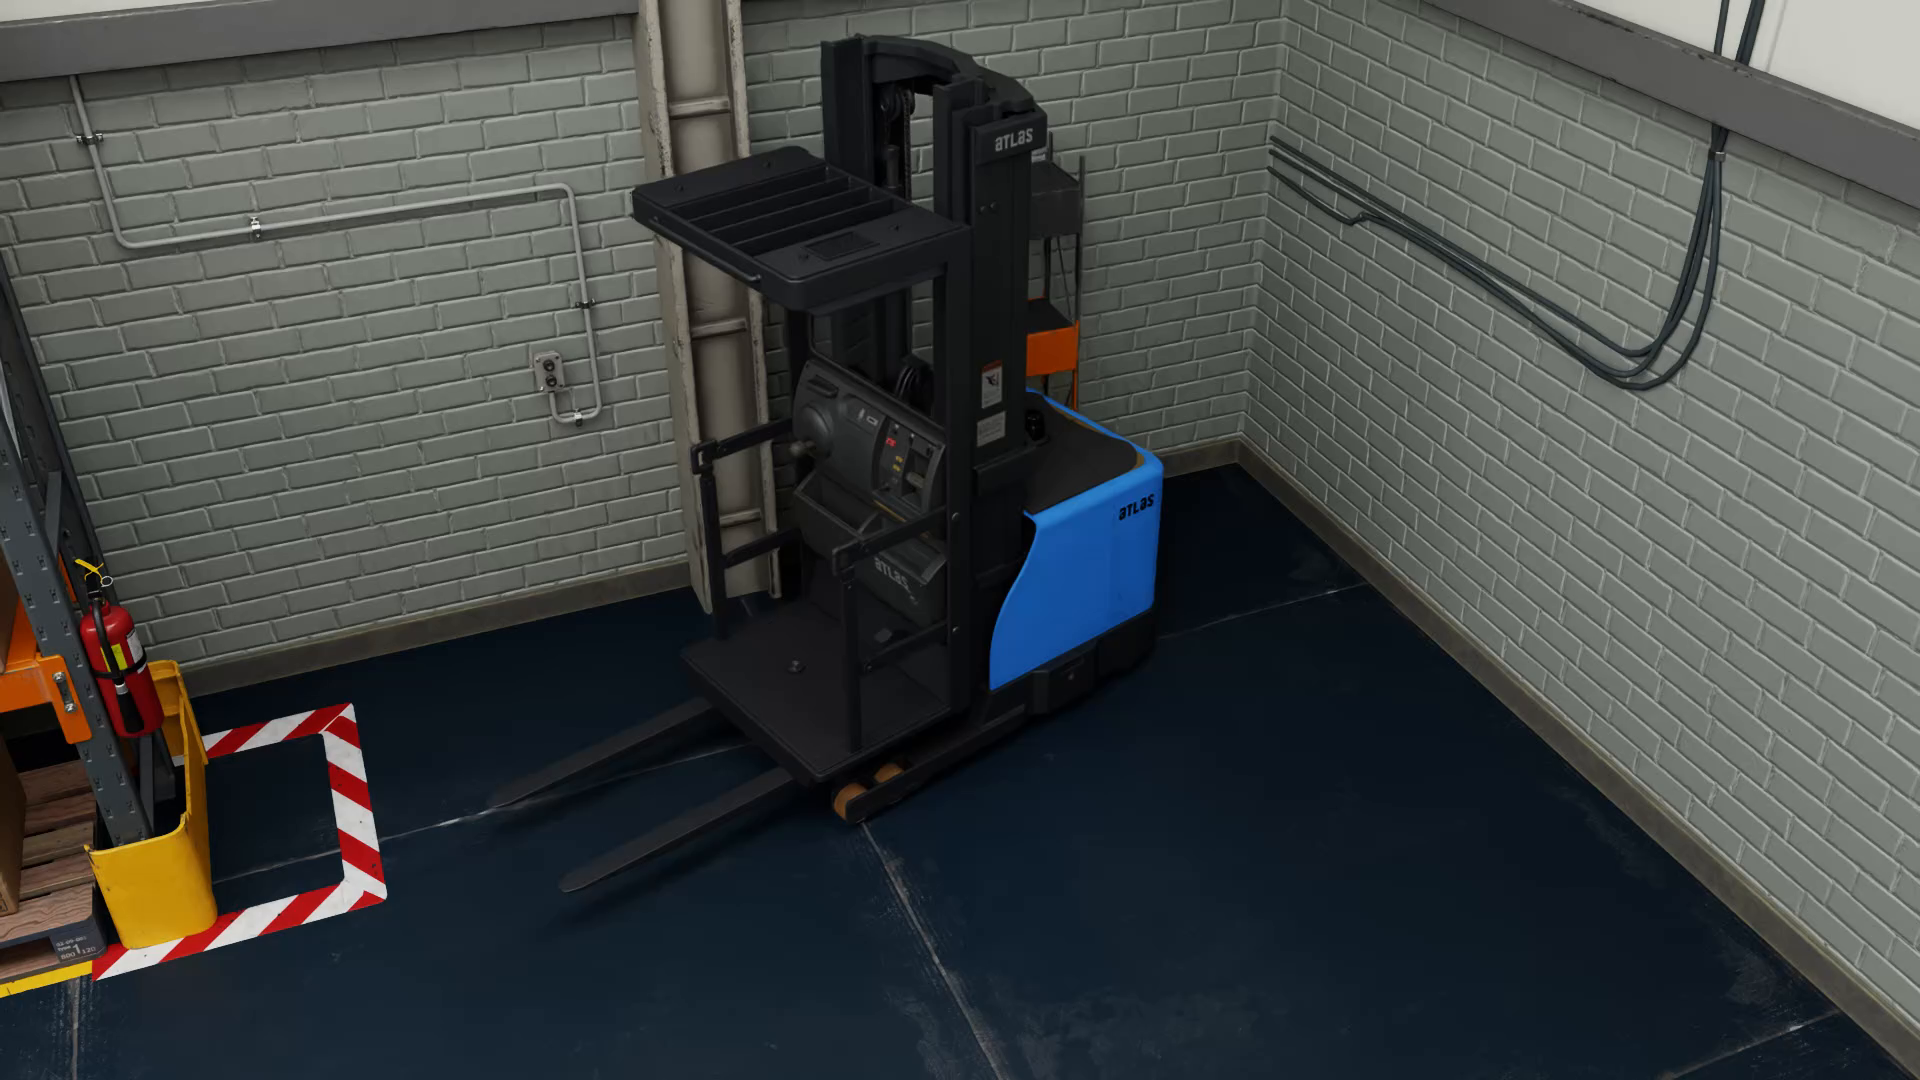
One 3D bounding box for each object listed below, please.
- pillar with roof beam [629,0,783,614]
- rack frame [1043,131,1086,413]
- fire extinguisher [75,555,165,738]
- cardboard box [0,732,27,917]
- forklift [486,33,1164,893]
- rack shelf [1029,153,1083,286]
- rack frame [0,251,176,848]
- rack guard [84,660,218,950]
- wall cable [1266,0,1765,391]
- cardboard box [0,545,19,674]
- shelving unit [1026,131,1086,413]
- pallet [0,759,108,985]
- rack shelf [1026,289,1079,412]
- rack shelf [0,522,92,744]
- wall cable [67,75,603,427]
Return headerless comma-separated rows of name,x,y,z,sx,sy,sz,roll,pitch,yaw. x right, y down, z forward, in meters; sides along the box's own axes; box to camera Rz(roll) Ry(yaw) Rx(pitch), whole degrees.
pillar with roof beam,0.541,-1.362,2.592,0.400,9.000,9.100,-13,35,-19
rack frame,0.502,-0.944,8.265,0.015,2.100,0.400,-12,34,-17
fire extinguisher,-2.963,0.382,5.825,0.183,0.674,0.296,-13,35,-19
cardboard box,-3.887,1.063,6.273,0.500,0.500,0.700,-13,35,-19
forklift,-0.540,-0.373,6.635,3.031,2.935,1.130,-24,40,-32
rack shelf,0.268,-1.480,7.830,0.480,0.518,0.431,-12,34,-17
rack frame,-3.281,-0.007,6.010,0.127,3.000,1.000,-13,35,-19
rack guard,-3.258,1.036,6.700,0.348,0.500,1.175,-13,35,-19
wall cable,2.073,-2.234,6.780,0.112,2.526,3.097,-13,35,-19
cardboard box,-3.747,-0.020,5.755,0.700,0.700,0.980,-11,35,-17
shelving unit,0.275,-0.897,8.192,0.503,2.100,0.431,-12,34,-17
pallet,-3.988,1.370,6.451,1.213,0.211,1.003,-13,35,-19
rack shelf,0.275,-0.885,8.199,0.480,0.518,0.431,-12,34,-17
rack shelf,-5.125,0.717,5.557,4.000,0.370,1.077,-13,35,-19
wall cable,-2.466,-1.179,6.880,1.851,1.984,0.084,-13,35,-19
